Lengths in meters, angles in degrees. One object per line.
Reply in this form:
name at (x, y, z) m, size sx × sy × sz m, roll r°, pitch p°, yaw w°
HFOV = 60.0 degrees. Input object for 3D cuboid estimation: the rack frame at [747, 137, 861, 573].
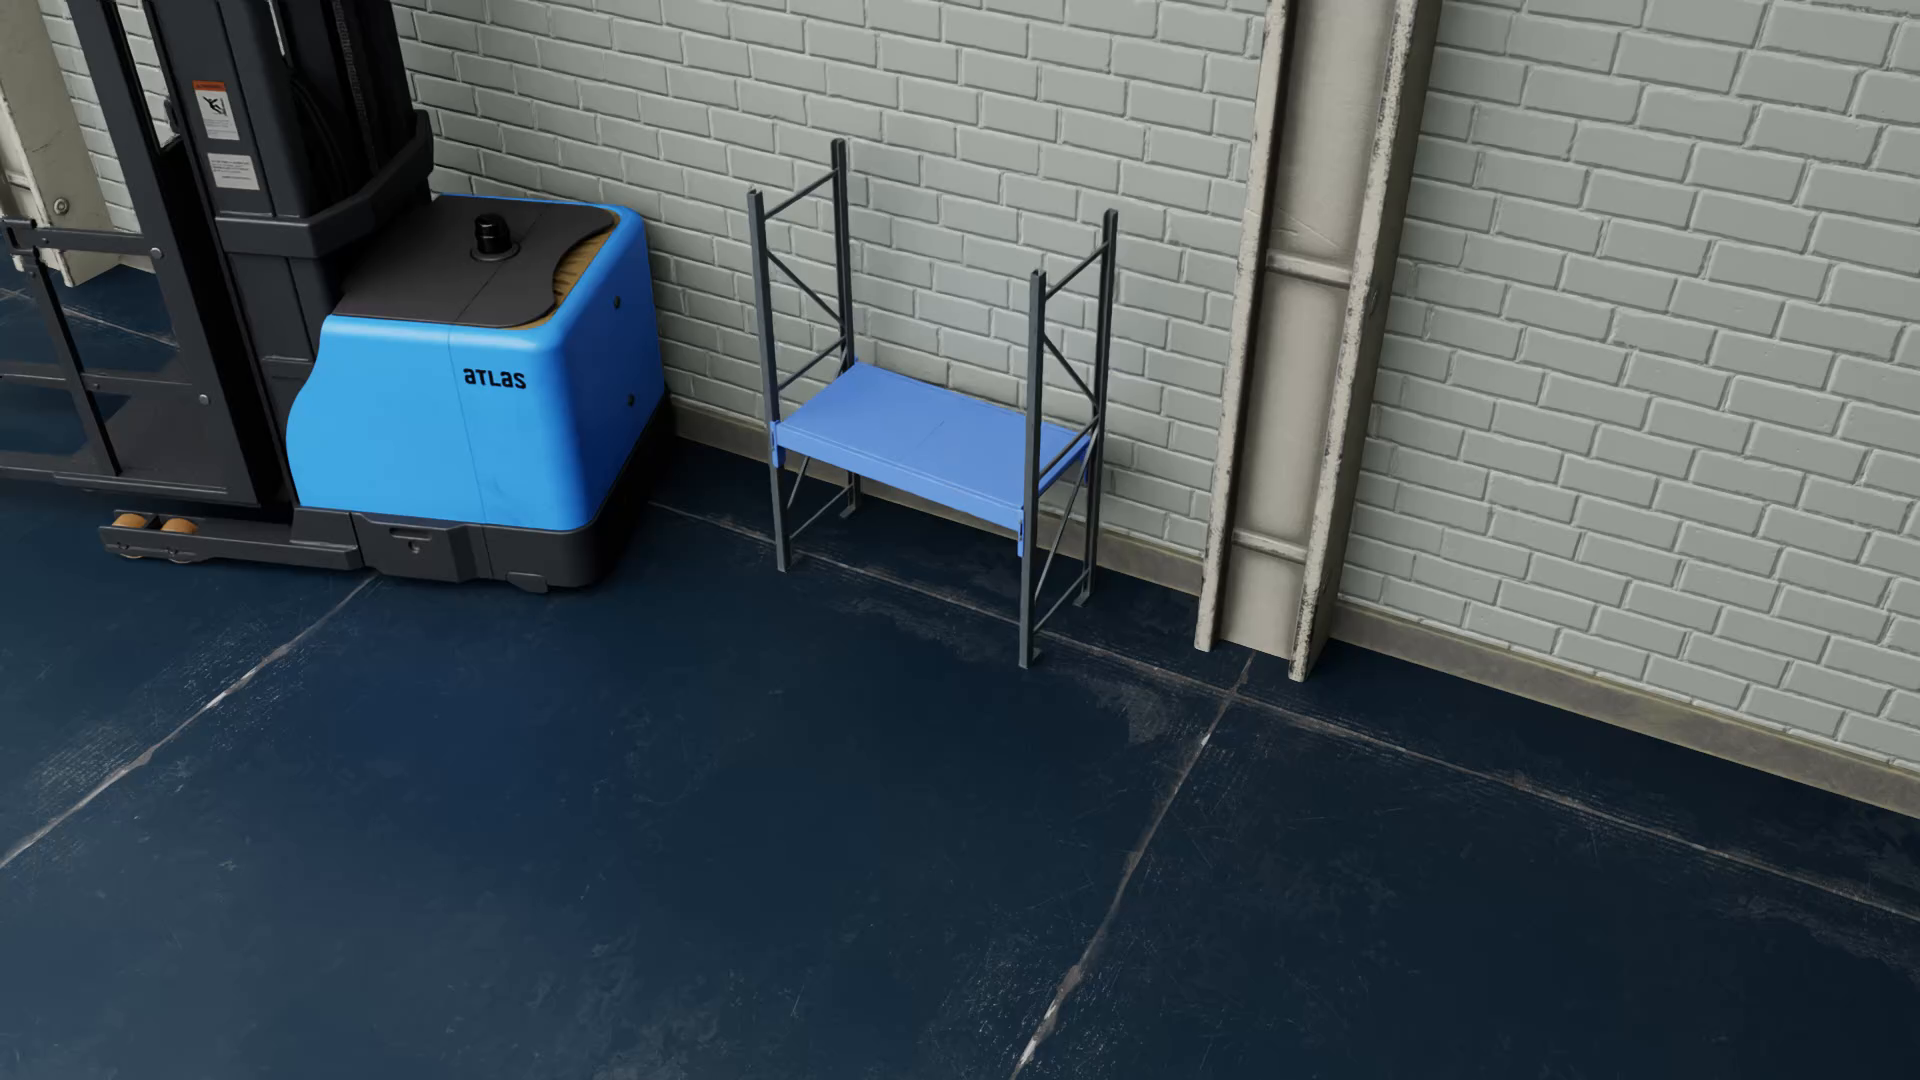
rack frame at (-0.525, -0.610, 5.813) m, size 0.032 × 1.500 × 0.500 m, roll 20°, pitch 42°, yaw 24°

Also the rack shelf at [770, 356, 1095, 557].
rack shelf at (-0.091, -0.306, 5.711) m, size 1.000 × 0.185 × 0.538 m, roll 20°, pitch 42°, yaw 24°

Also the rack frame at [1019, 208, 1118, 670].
rack frame at (0.344, -0.290, 5.391) m, size 0.032 × 1.500 × 0.500 m, roll 20°, pitch 42°, yaw 24°

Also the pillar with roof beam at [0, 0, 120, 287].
pillar with roof beam at (-6.252, -2.596, 2.228) m, size 0.400 × 9.000 × 9.100 m, roll 17°, pitch 41°, yaw 21°

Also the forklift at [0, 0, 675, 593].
forklift at (-2.704, -1.389, 5.656) m, size 3.031 × 2.935 × 1.130 m, roll 5°, pitch 38°, yaw 7°

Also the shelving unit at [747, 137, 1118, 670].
shelving unit at (-0.091, -0.450, 5.602) m, size 1.048 × 1.500 × 0.538 m, roll 20°, pitch 42°, yaw 24°
